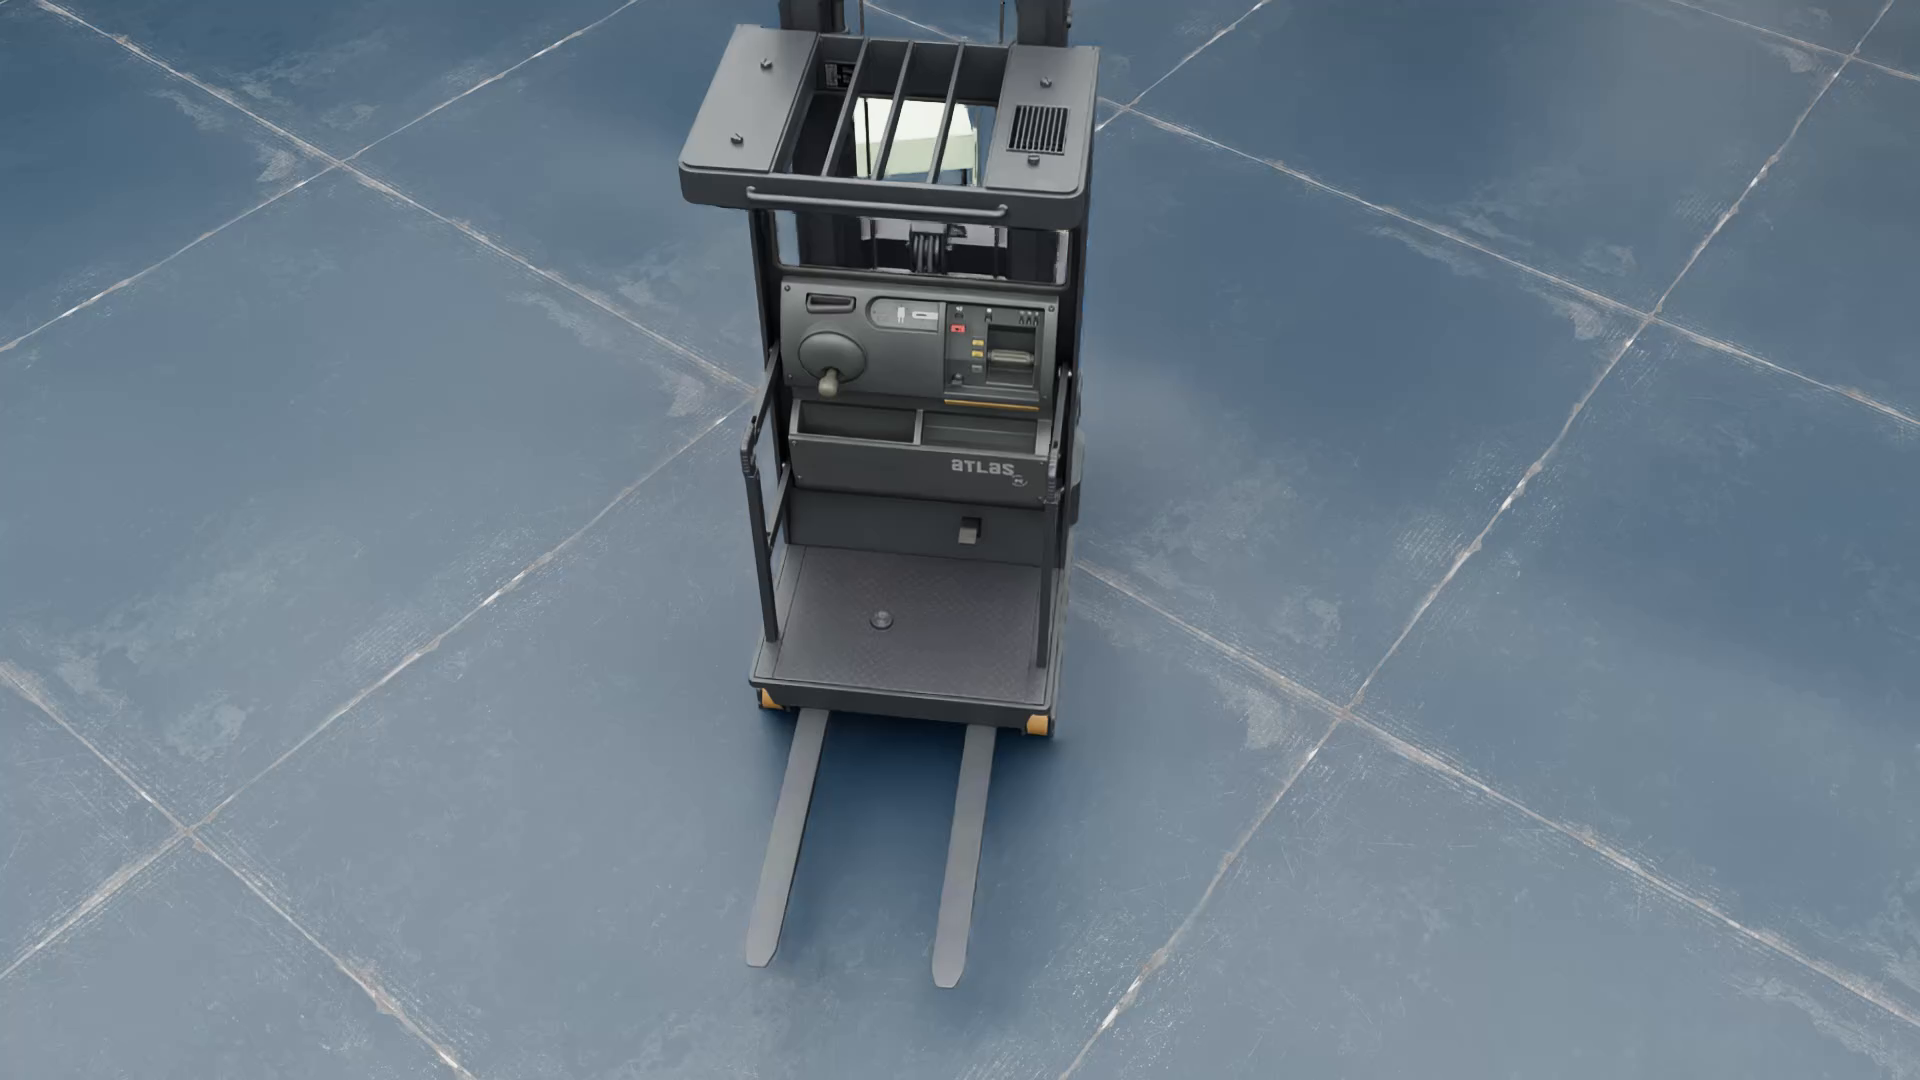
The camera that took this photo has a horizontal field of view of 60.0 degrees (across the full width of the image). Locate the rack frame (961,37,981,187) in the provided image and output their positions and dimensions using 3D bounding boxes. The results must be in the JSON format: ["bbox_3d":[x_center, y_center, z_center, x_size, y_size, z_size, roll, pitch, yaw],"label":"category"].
[{"bbox_3d":[0.046,-1.399,7.214,0.023,1.500,0.400,-6,47,-6],"label":"rack frame"}]

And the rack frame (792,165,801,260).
[{"bbox_3d":[-0.679,-1.324,7.142,0.023,1.500,0.400,-6,47,-6],"label":"rack frame"}]

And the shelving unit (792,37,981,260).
[{"bbox_3d":[-0.317,-1.361,7.178,0.755,1.500,0.431,-6,47,-6],"label":"shelving unit"}]

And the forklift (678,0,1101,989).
[{"bbox_3d":[-0.164,-0.557,5.420,1.130,2.935,3.031,5,47,5],"label":"forklift"}]

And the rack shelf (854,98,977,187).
[{"bbox_3d":[-0.317,-1.631,6.896,0.720,0.370,0.431,-6,47,-6],"label":"rack shelf"}]
